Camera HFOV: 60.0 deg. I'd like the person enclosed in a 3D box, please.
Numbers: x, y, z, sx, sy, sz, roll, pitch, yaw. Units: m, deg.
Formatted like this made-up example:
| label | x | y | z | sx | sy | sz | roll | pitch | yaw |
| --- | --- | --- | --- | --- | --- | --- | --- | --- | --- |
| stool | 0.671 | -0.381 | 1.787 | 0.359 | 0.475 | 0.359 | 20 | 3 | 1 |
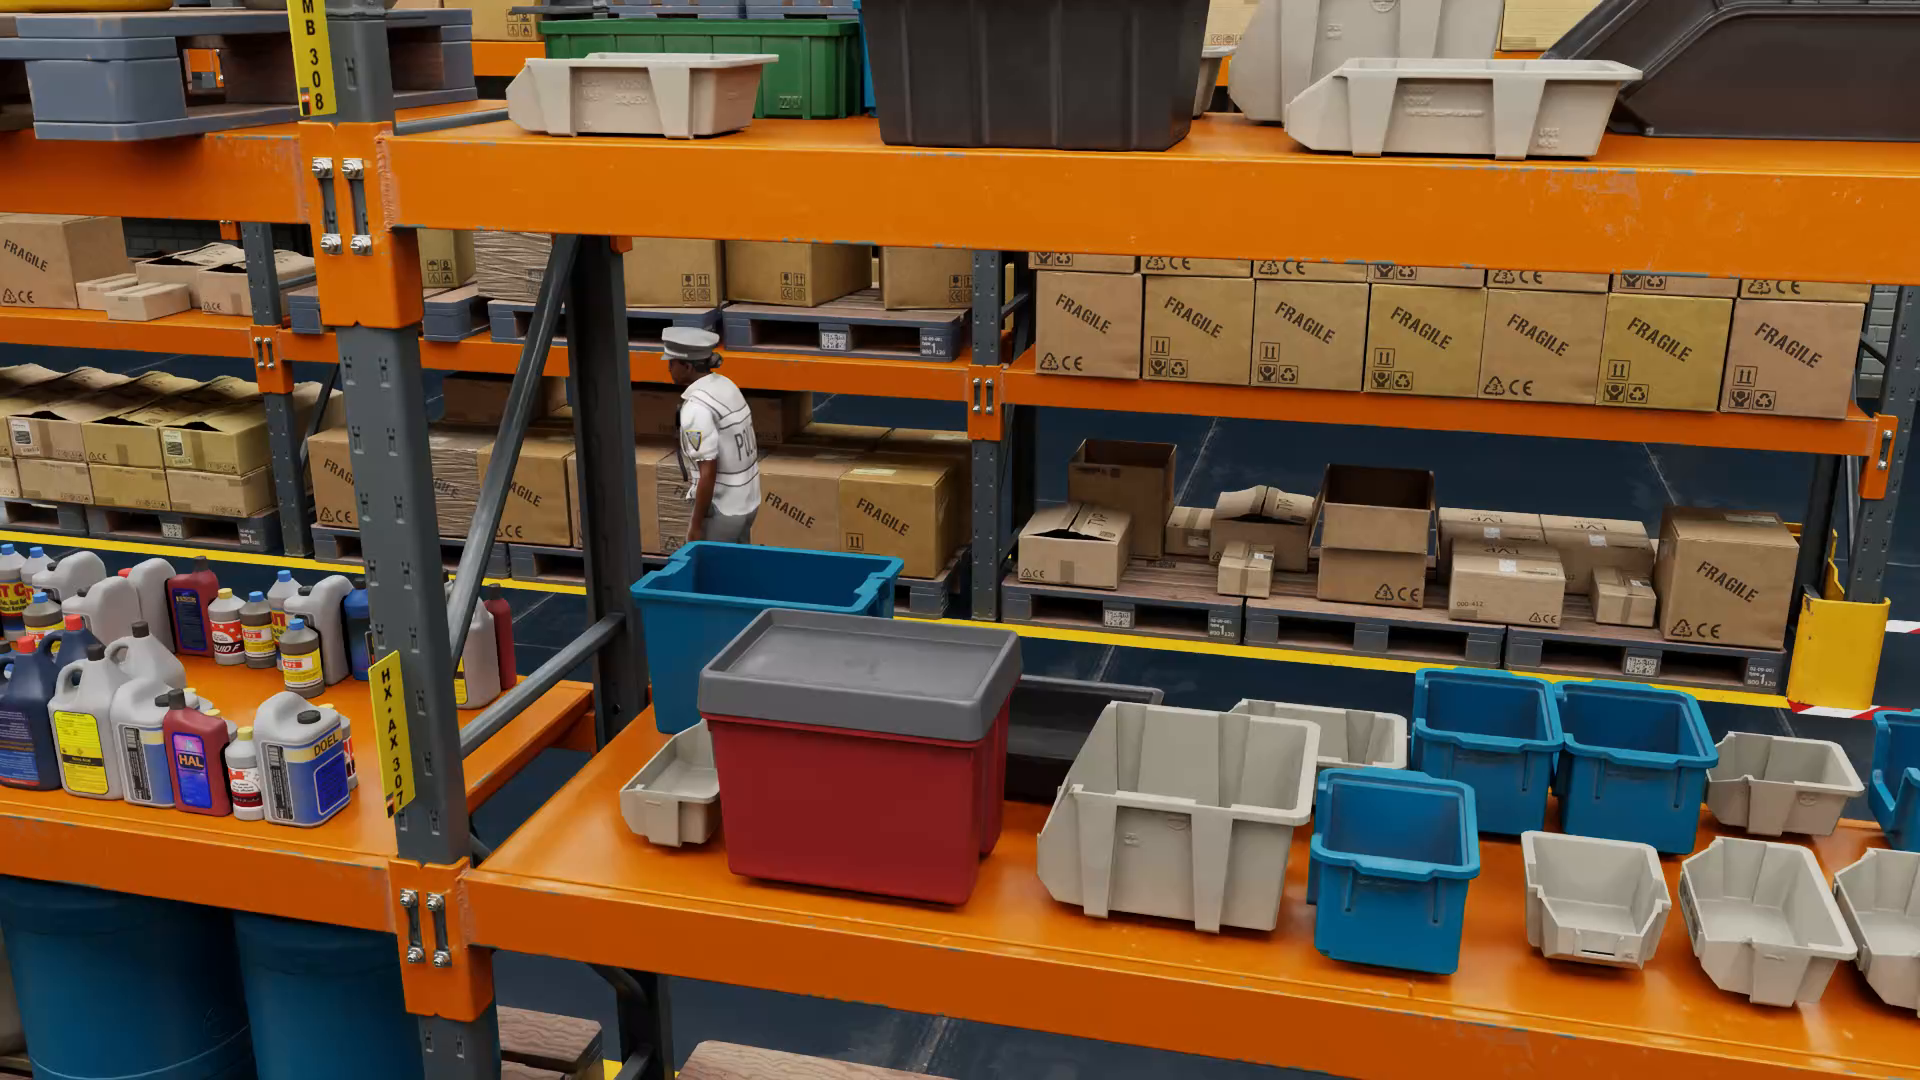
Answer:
| label | x | y | z | sx | sy | sz | roll | pitch | yaw |
| --- | --- | --- | --- | --- | --- | --- | --- | --- | --- |
| person | -1.098 | -0.132 | 7.460 | 0.398 | 1.657 | 0.530 | 3 | 19 | 10 |
